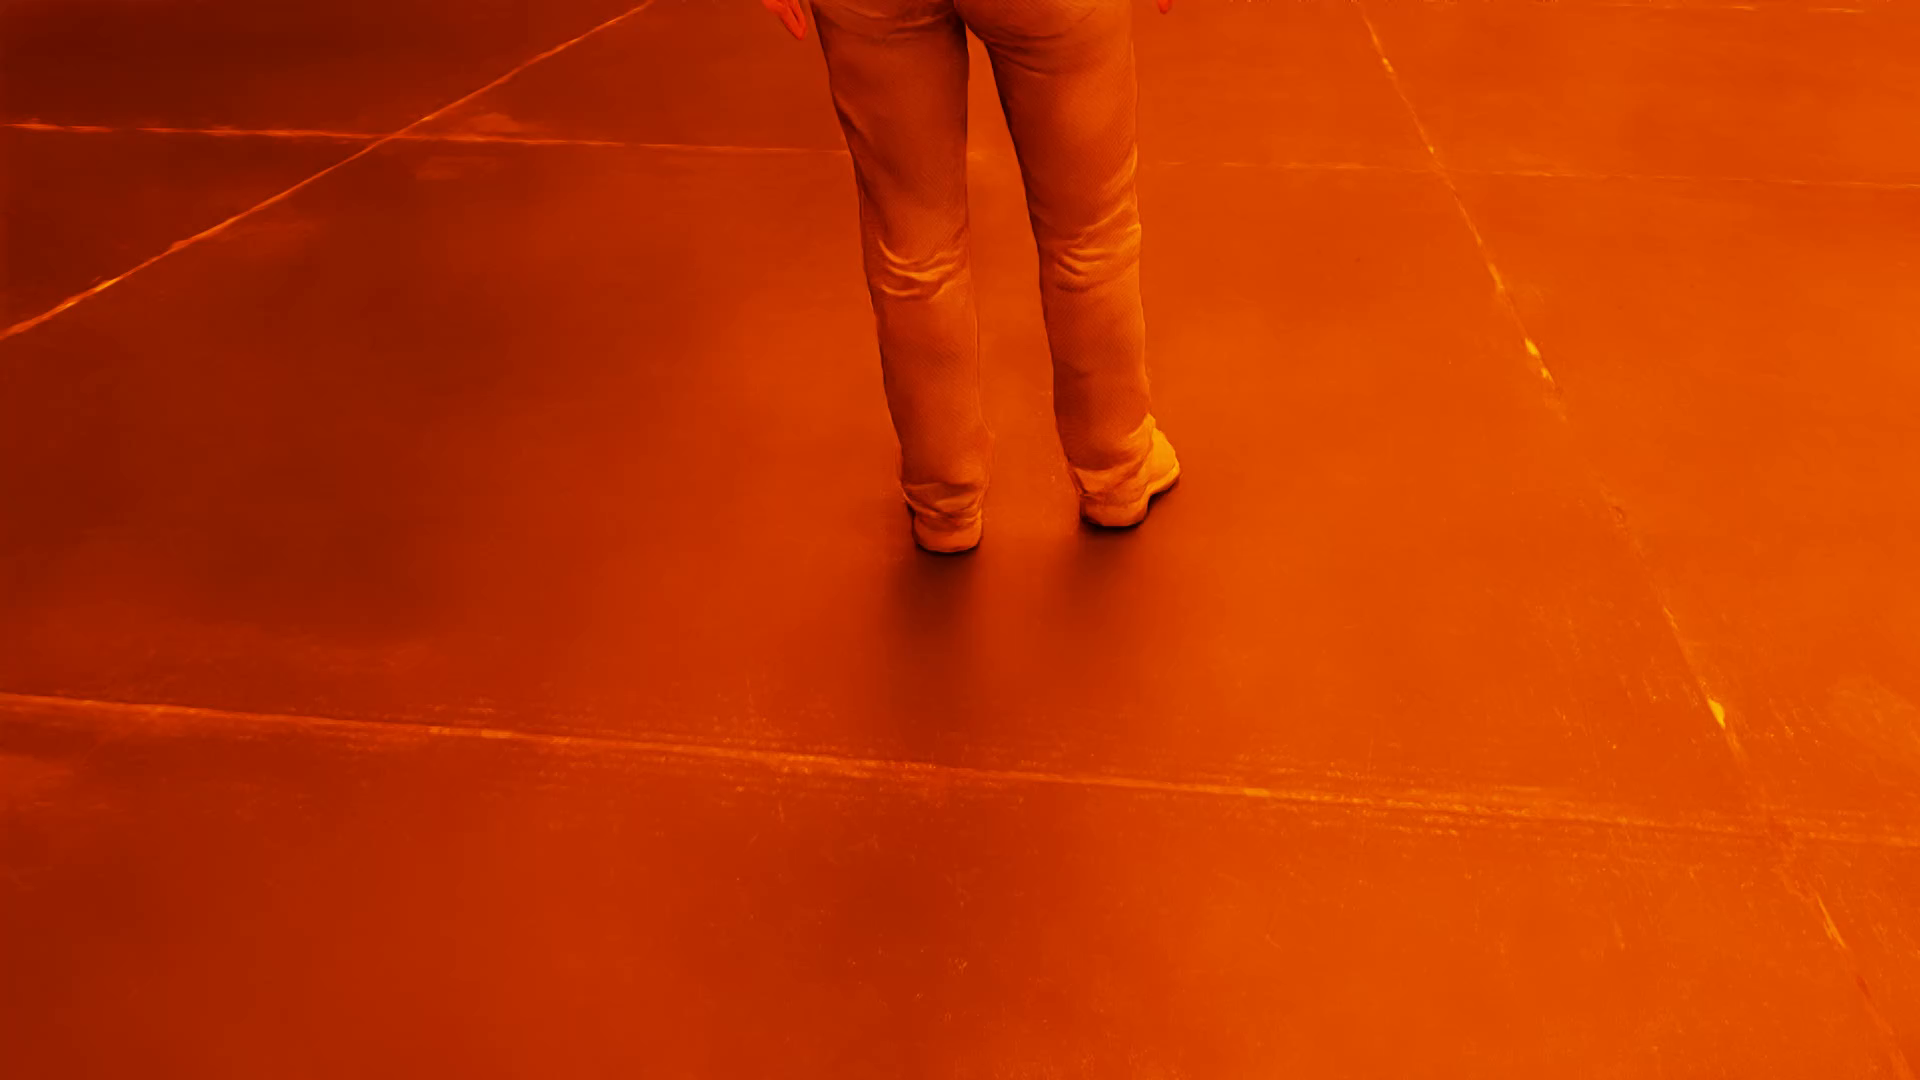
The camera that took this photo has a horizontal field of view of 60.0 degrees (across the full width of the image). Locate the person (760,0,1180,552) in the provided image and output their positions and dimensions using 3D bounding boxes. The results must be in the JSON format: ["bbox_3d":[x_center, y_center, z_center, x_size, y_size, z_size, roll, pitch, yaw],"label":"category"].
[{"bbox_3d":[0.016,-0.827,2.155,0.632,1.773,0.567,3,27,7],"label":"person"}]
